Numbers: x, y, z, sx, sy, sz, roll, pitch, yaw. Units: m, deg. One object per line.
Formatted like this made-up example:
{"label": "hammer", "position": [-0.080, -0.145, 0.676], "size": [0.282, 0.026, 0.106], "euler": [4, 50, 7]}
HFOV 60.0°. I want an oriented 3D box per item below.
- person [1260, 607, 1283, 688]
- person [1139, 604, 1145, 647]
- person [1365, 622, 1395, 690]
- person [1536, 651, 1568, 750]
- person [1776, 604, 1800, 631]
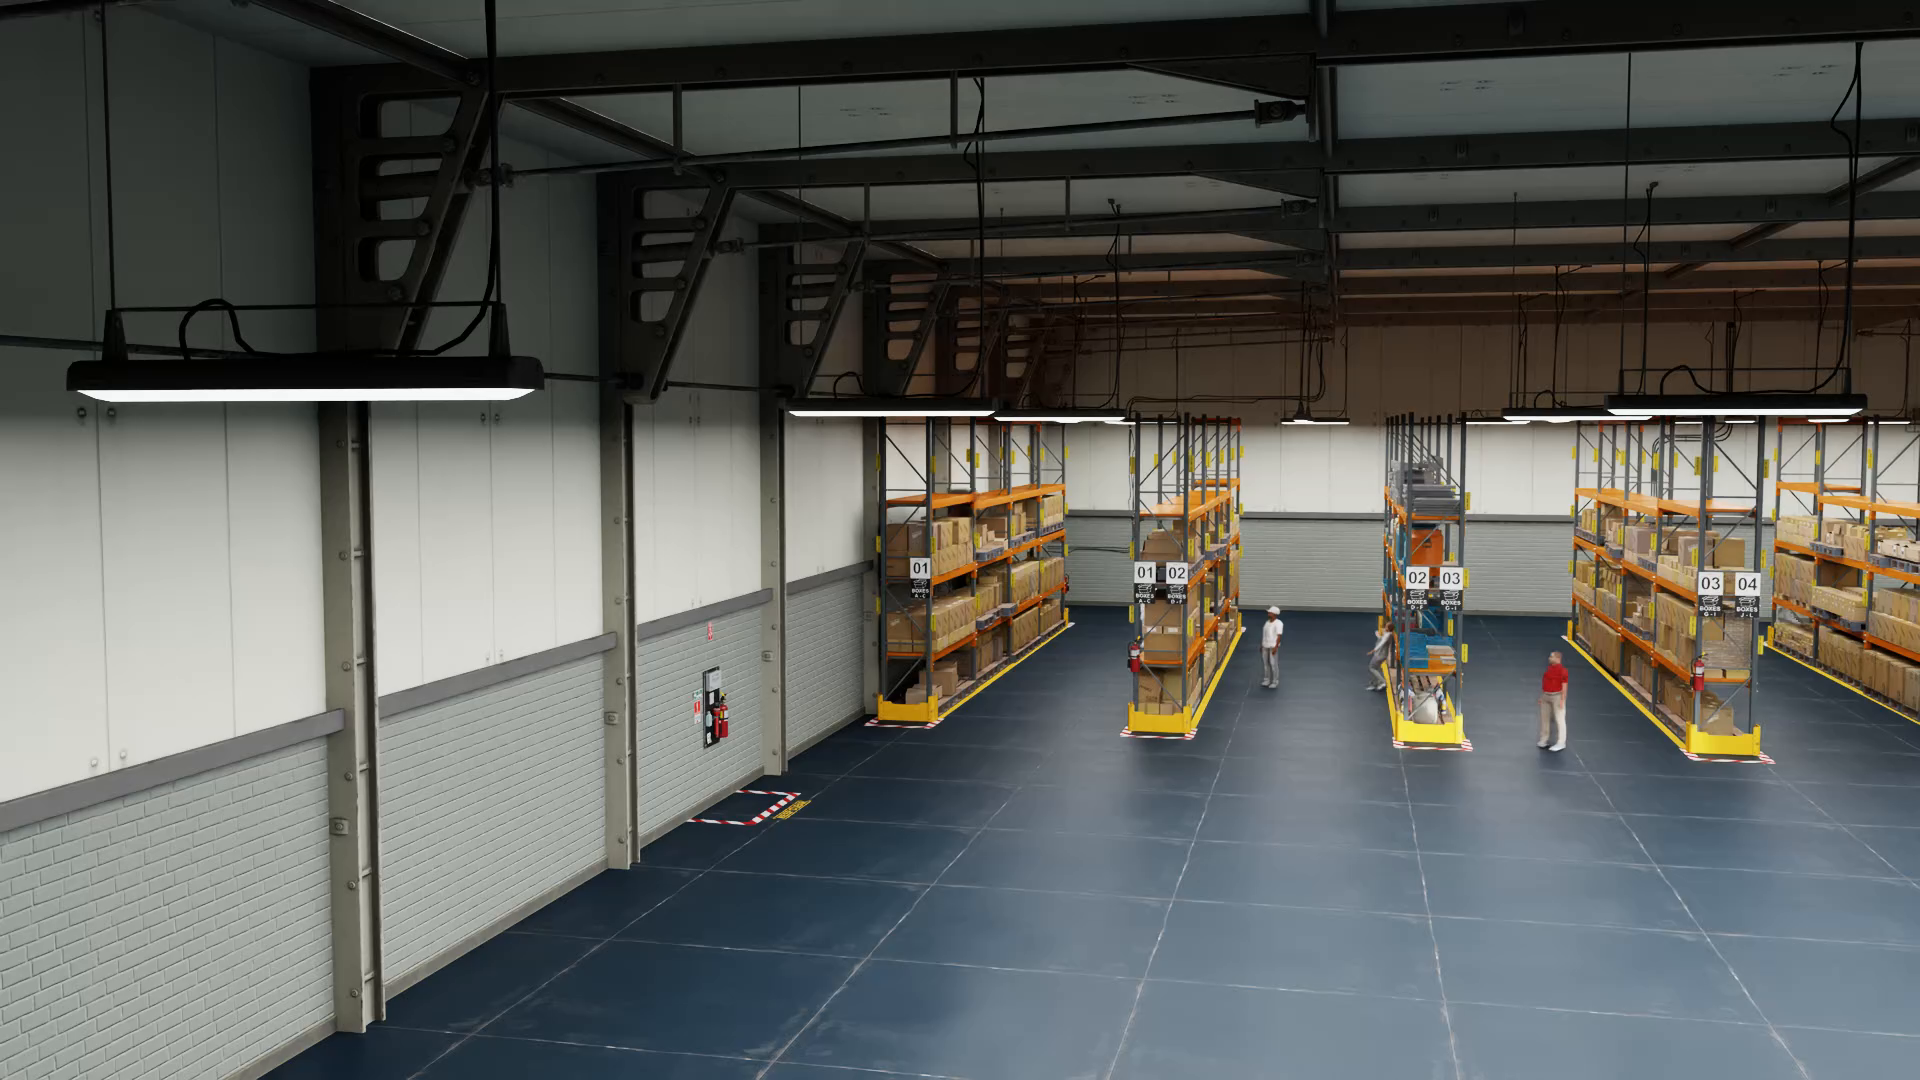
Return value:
{"label": "person", "position": [6.880, 2.361, 36.791], "size": [0.426, 1.781, 0.618], "euler": [-3, 5, -36]}
{"label": "person", "position": [4.956, 1.900, 43.345], "size": [0.593, 1.716, 1.125], "euler": [1, 4, 11]}
{"label": "person", "position": [9.081, 2.532, 36.136], "size": [0.674, 1.553, 0.442], "euler": [3, 5, 36]}
{"label": "person", "position": [10.559, 2.846, 29.647], "size": [0.407, 1.731, 0.580], "euler": [-3, 5, -37]}
{"label": "person", "position": [22.817, 1.789, 45.950], "size": [0.922, 1.621, 0.482], "euler": [0, 4, -4]}
